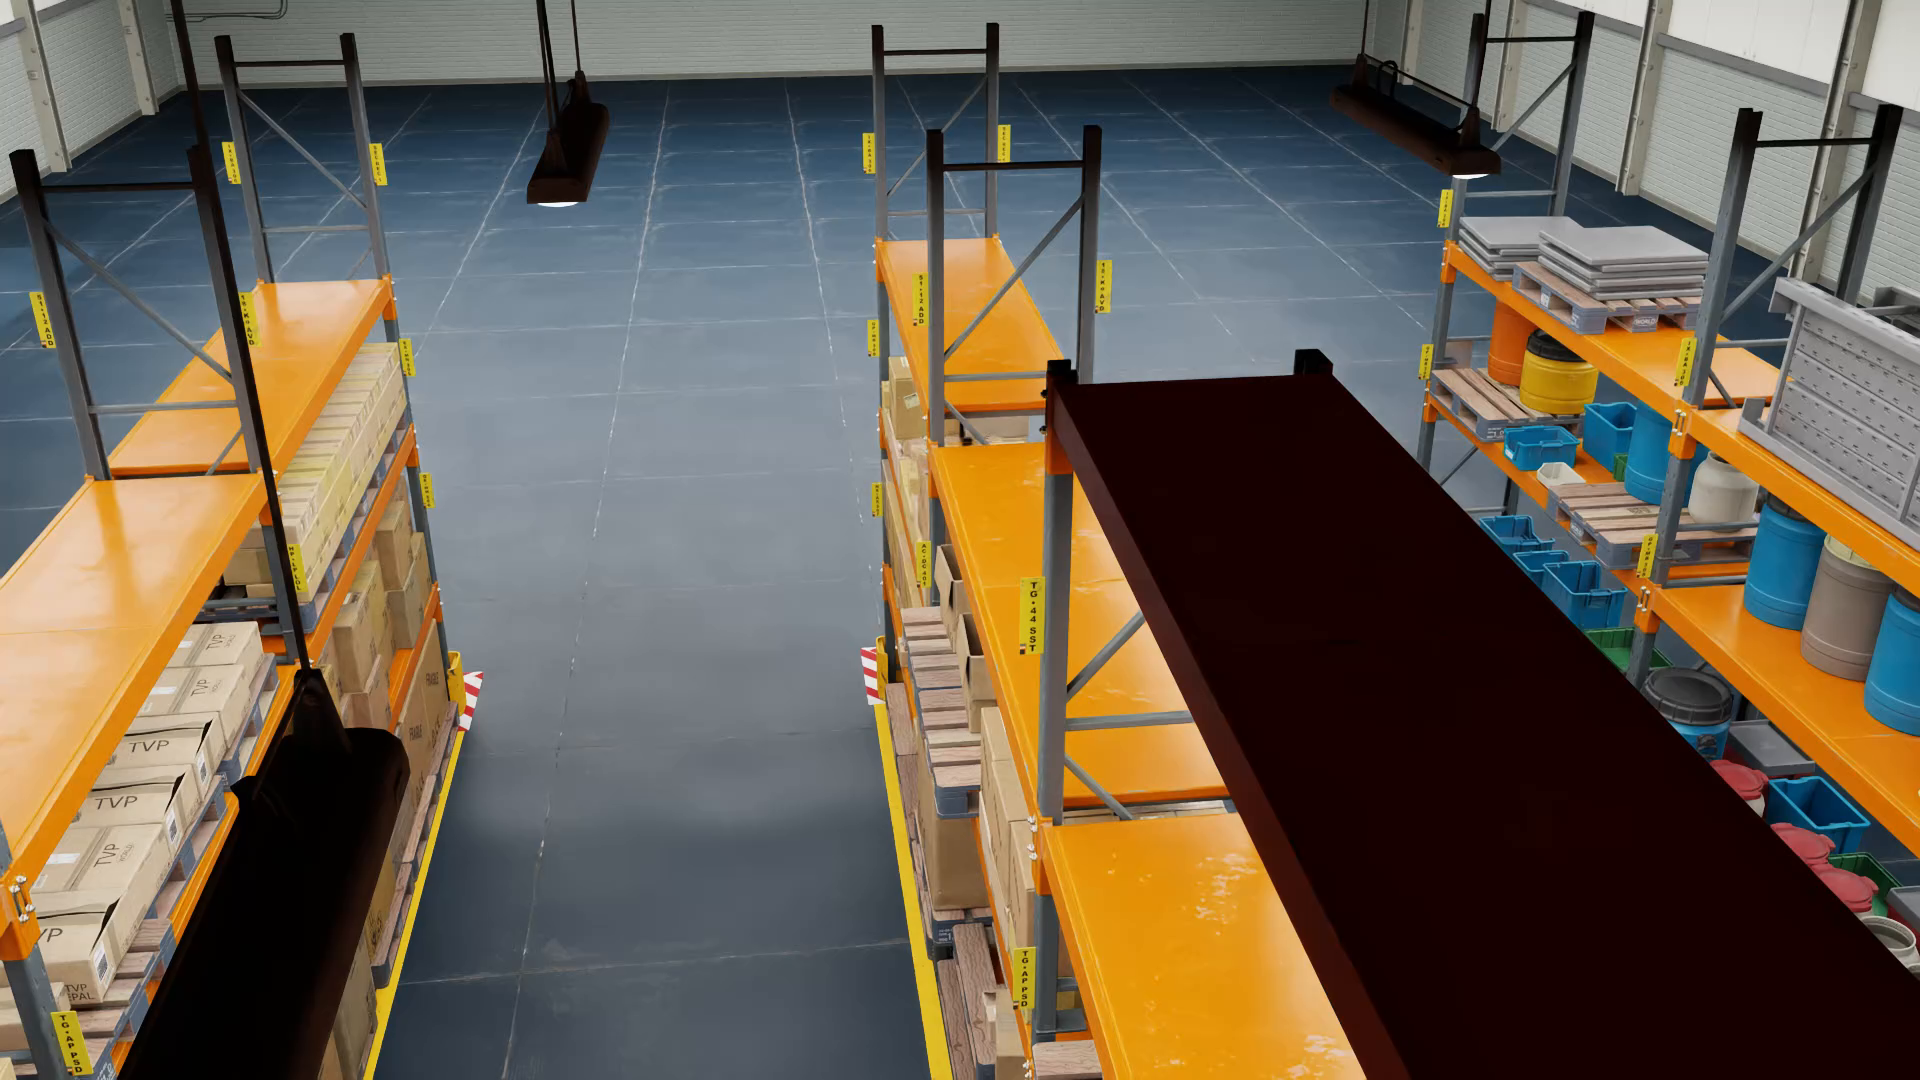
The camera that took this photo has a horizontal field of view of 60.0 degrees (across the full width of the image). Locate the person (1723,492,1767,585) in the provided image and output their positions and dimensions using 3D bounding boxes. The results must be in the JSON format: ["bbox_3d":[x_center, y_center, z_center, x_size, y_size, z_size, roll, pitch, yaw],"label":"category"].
[{"bbox_3d":[7.620,0.317,16.014,0.554,1.633,0.750,6,26,12],"label":"person"}]
